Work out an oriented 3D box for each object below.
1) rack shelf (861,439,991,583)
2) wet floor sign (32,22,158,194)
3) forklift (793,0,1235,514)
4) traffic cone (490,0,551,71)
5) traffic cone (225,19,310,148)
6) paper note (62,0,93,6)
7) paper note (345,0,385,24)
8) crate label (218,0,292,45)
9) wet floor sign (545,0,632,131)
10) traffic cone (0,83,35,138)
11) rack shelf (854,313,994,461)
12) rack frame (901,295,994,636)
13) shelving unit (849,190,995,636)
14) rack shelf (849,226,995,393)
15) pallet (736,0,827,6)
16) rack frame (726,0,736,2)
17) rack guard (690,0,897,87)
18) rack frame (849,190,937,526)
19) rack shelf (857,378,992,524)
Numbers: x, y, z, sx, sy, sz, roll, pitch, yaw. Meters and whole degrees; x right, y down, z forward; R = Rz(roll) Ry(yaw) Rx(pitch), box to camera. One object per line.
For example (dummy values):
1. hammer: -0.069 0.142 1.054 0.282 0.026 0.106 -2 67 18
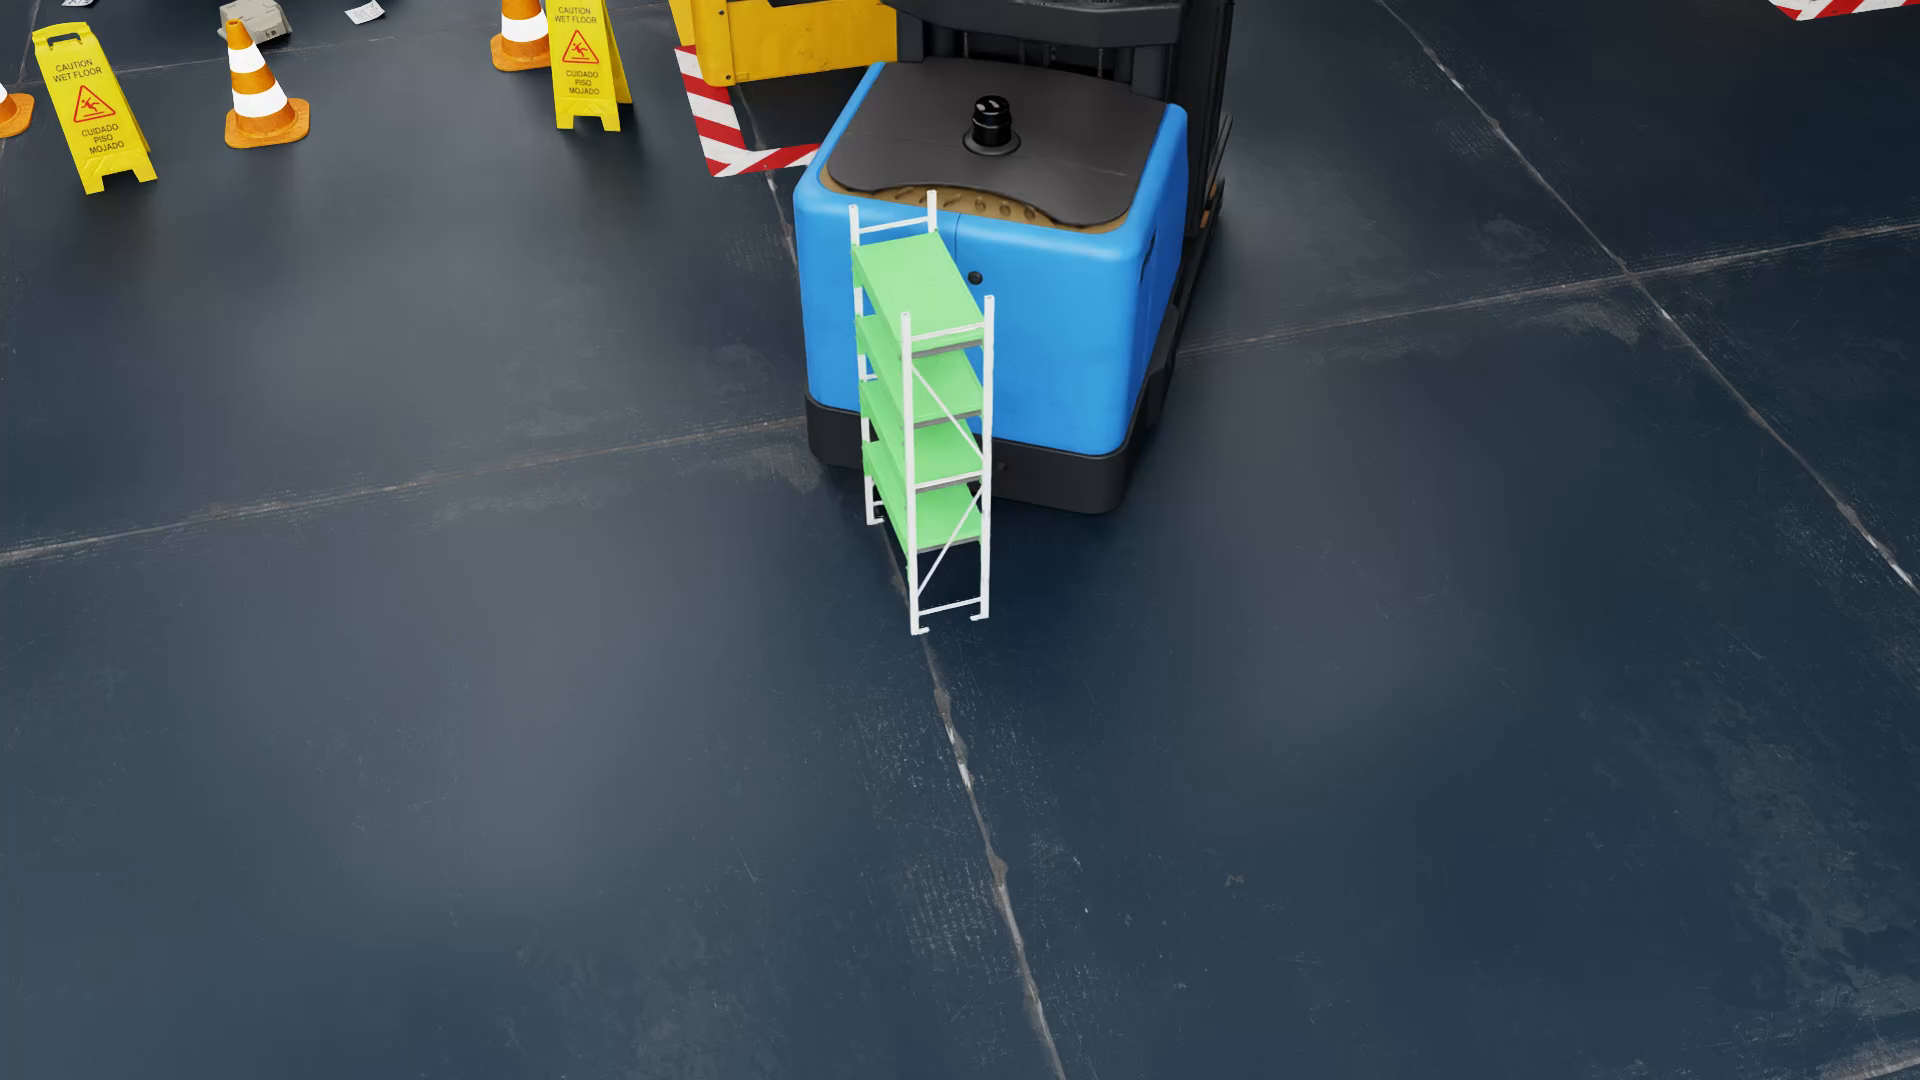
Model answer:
1. rack shelf: -0.106 -0.118 4.951 0.258 0.148 0.480 -13 47 -12
2. wet floor sign: -3.387 -1.708 6.472 0.267 0.644 0.232 -18 48 -17
3. forklift: 0.394 -2.181 5.335 1.130 2.935 3.031 11 47 11
4. traffic cone: -1.906 -2.338 7.217 0.336 0.463 0.334 -11 47 -10
5. traffic cone: -2.892 -1.900 6.788 0.336 0.463 0.334 -11 47 -10
6. paper note: -4.058 -2.514 7.694 0.144 0.017 0.142 4 46 4
7. paper note: -2.715 -2.414 7.595 0.148 0.019 0.142 -26 51 -24
8. crate label: -3.153 -2.318 7.425 0.250 0.136 0.298 -35 55 -30
9. wet floor sign: -1.535 -2.014 6.772 0.267 0.644 0.232 4 46 4
10. traffic cone: -4.072 -1.928 6.816 0.336 0.463 0.334 -11 47 -10
11. rack shelf: -0.106 -0.454 4.608 0.258 0.148 0.480 -13 47 -12
12. rack frame: -0.031 -0.164 4.571 0.240 1.200 0.015 -13 47 -12
13. shelving unit: -0.106 -0.330 4.734 0.258 1.200 0.503 -13 47 -12
14. rack shelf: -0.106 -0.622 4.436 0.258 0.148 0.480 -13 47 -12
15. pallet: -0.742 -2.809 7.855 1.003 0.211 1.213 -11 47 -10
16. rack frame: -0.549 -3.165 6.251 1.000 3.000 0.127 -11 47 -10
17. rack guard: -0.569 -2.342 7.195 1.175 0.500 0.348 -11 47 -10
18. rack frame: -0.181 -0.496 4.896 0.240 1.200 0.015 -13 47 -12
19. rack shelf: -0.106 -0.286 4.779 0.258 0.148 0.480 -13 47 -12
